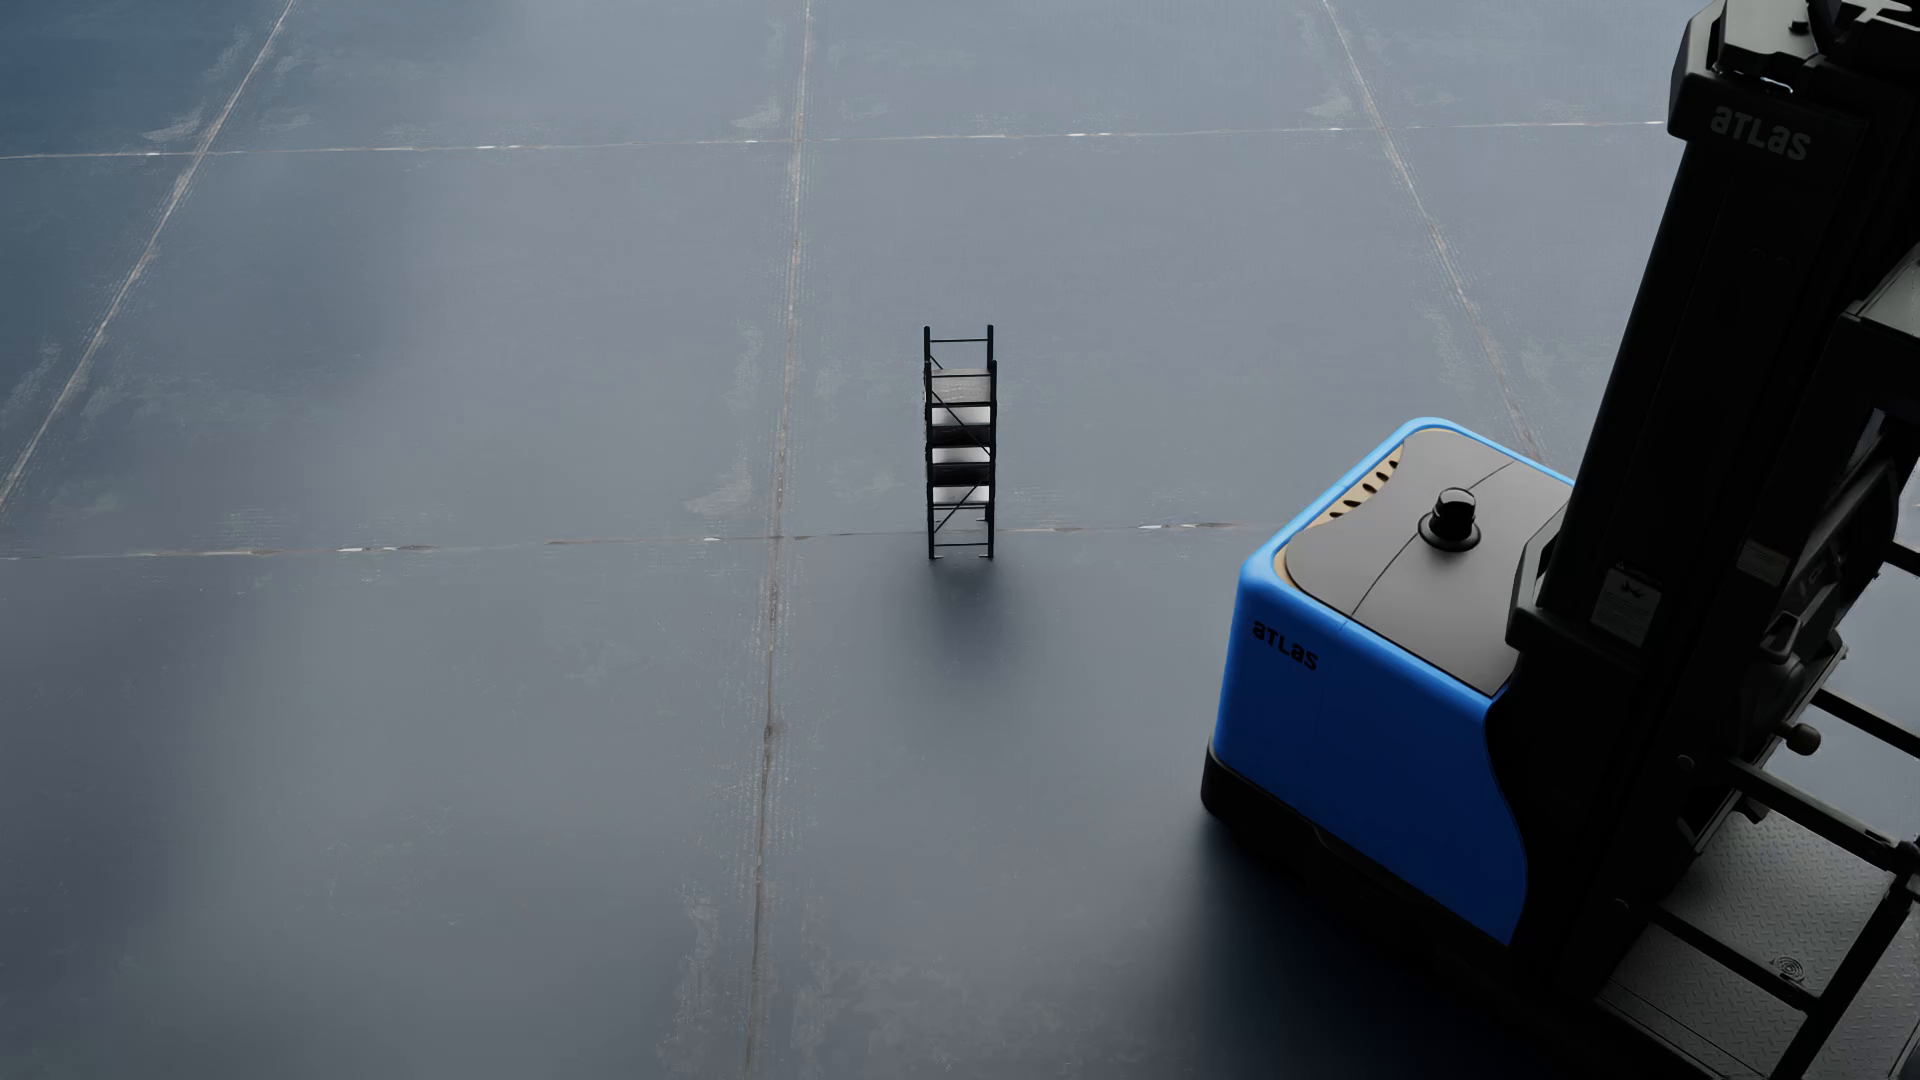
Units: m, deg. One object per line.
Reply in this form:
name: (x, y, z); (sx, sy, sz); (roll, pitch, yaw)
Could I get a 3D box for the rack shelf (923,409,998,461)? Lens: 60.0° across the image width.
rack shelf: (0.000, -0.379, 5.914); (0.258, 0.077, 0.200); (-2, 43, -2)

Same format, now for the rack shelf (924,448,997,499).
rack shelf: (0.000, -0.246, 6.035); (0.258, 0.077, 0.200); (-2, 43, -2)

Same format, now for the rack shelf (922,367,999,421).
rack shelf: (0.000, -0.512, 5.792); (0.258, 0.077, 0.200); (-2, 43, -2)

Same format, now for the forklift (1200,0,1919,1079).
forklift: (2.185, 0.222, 3.838); (3.031, 2.935, 1.130); (32, 51, 30)

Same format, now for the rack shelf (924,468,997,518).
rack shelf: (0.000, -0.180, 6.096); (0.258, 0.077, 0.200); (-2, 43, -2)

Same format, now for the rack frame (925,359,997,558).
rack frame: (0.004, -0.269, 5.877); (0.240, 0.900, 0.006); (-2, 43, -2)

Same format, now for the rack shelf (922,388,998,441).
rack shelf: (0.000, -0.445, 5.853); (0.258, 0.077, 0.200); (-2, 43, -2)

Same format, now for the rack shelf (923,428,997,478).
rack shelf: (0.000, -0.313, 5.974); (0.258, 0.077, 0.200); (-2, 43, -2)

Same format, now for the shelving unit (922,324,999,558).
shelving unit: (0.000, -0.337, 5.952); (0.258, 0.900, 0.210); (-2, 43, -2)

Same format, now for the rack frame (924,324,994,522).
rack frame: (-0.005, -0.406, 6.027); (0.240, 0.900, 0.006); (-2, 43, -2)
